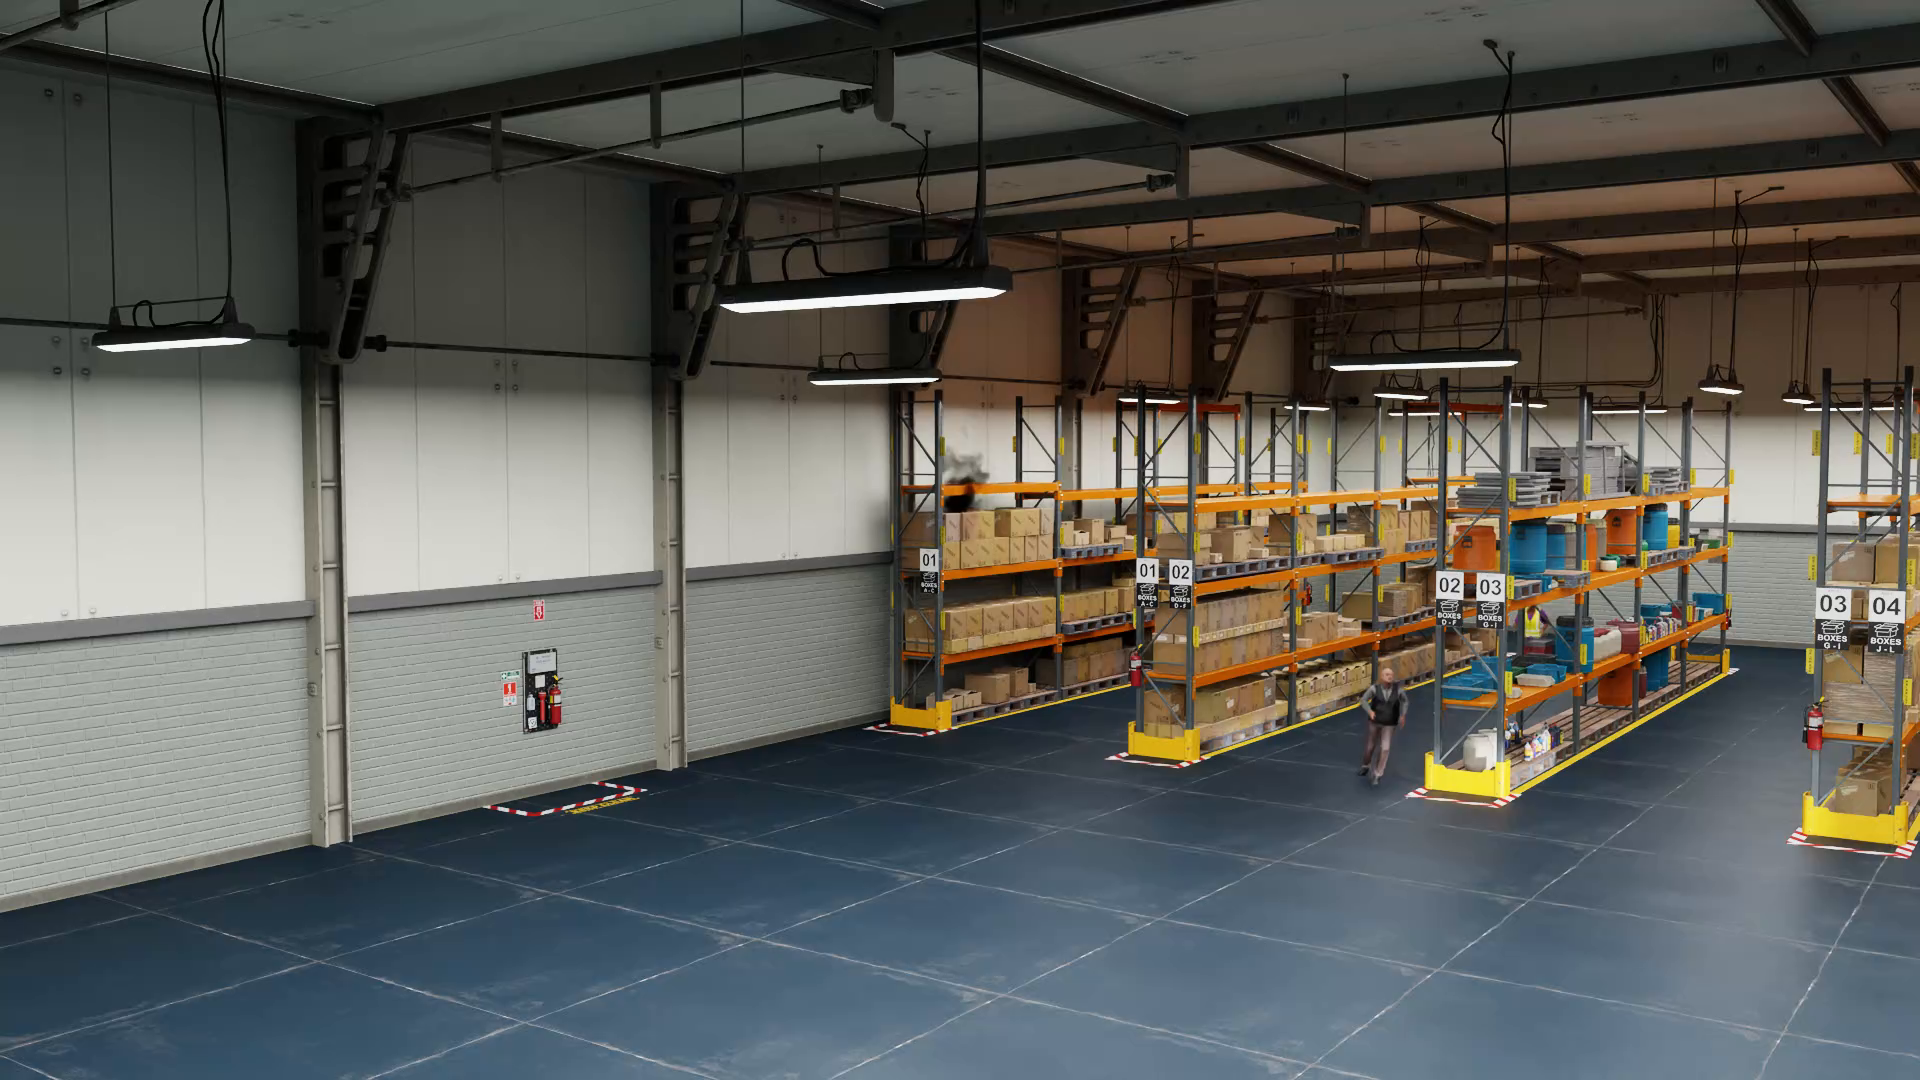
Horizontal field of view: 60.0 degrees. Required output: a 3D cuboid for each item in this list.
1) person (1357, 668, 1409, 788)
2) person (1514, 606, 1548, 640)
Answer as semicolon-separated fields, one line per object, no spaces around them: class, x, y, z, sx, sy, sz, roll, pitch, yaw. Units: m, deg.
person;6.284;2.772;24.705;0.733;1.748;0.754;1;3;15
person;12.336;2.118;35.953;0.699;1.758;0.850;1;3;23
